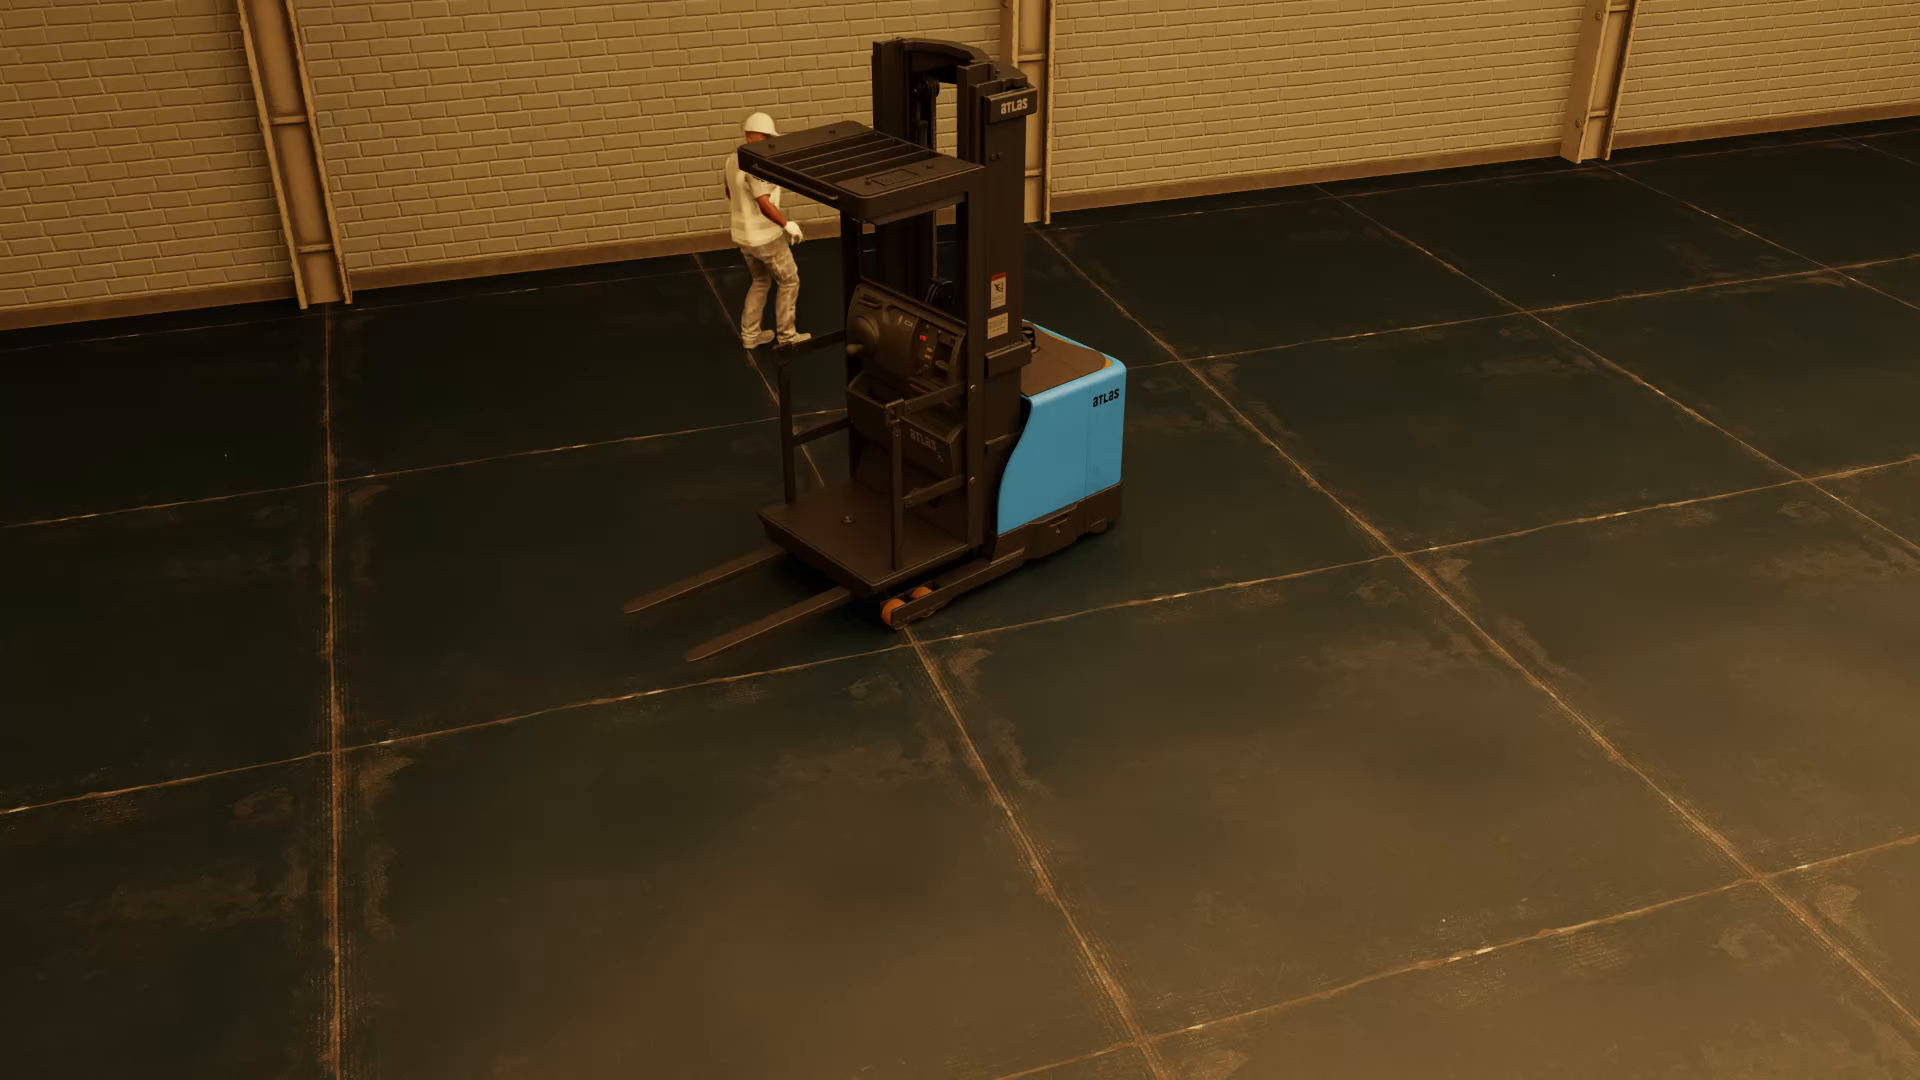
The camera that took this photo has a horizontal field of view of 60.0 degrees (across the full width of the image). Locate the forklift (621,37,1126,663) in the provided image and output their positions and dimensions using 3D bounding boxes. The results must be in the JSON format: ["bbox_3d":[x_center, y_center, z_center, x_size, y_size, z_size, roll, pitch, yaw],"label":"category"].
[{"bbox_3d":[-0.461,-1.072,8.951,3.031,2.935,1.130,-23,37,-34],"label":"forklift"}]

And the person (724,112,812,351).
[{"bbox_3d":[-1.427,-2.255,12.200,0.515,1.746,0.763,-21,36,-32],"label":"person"}]
